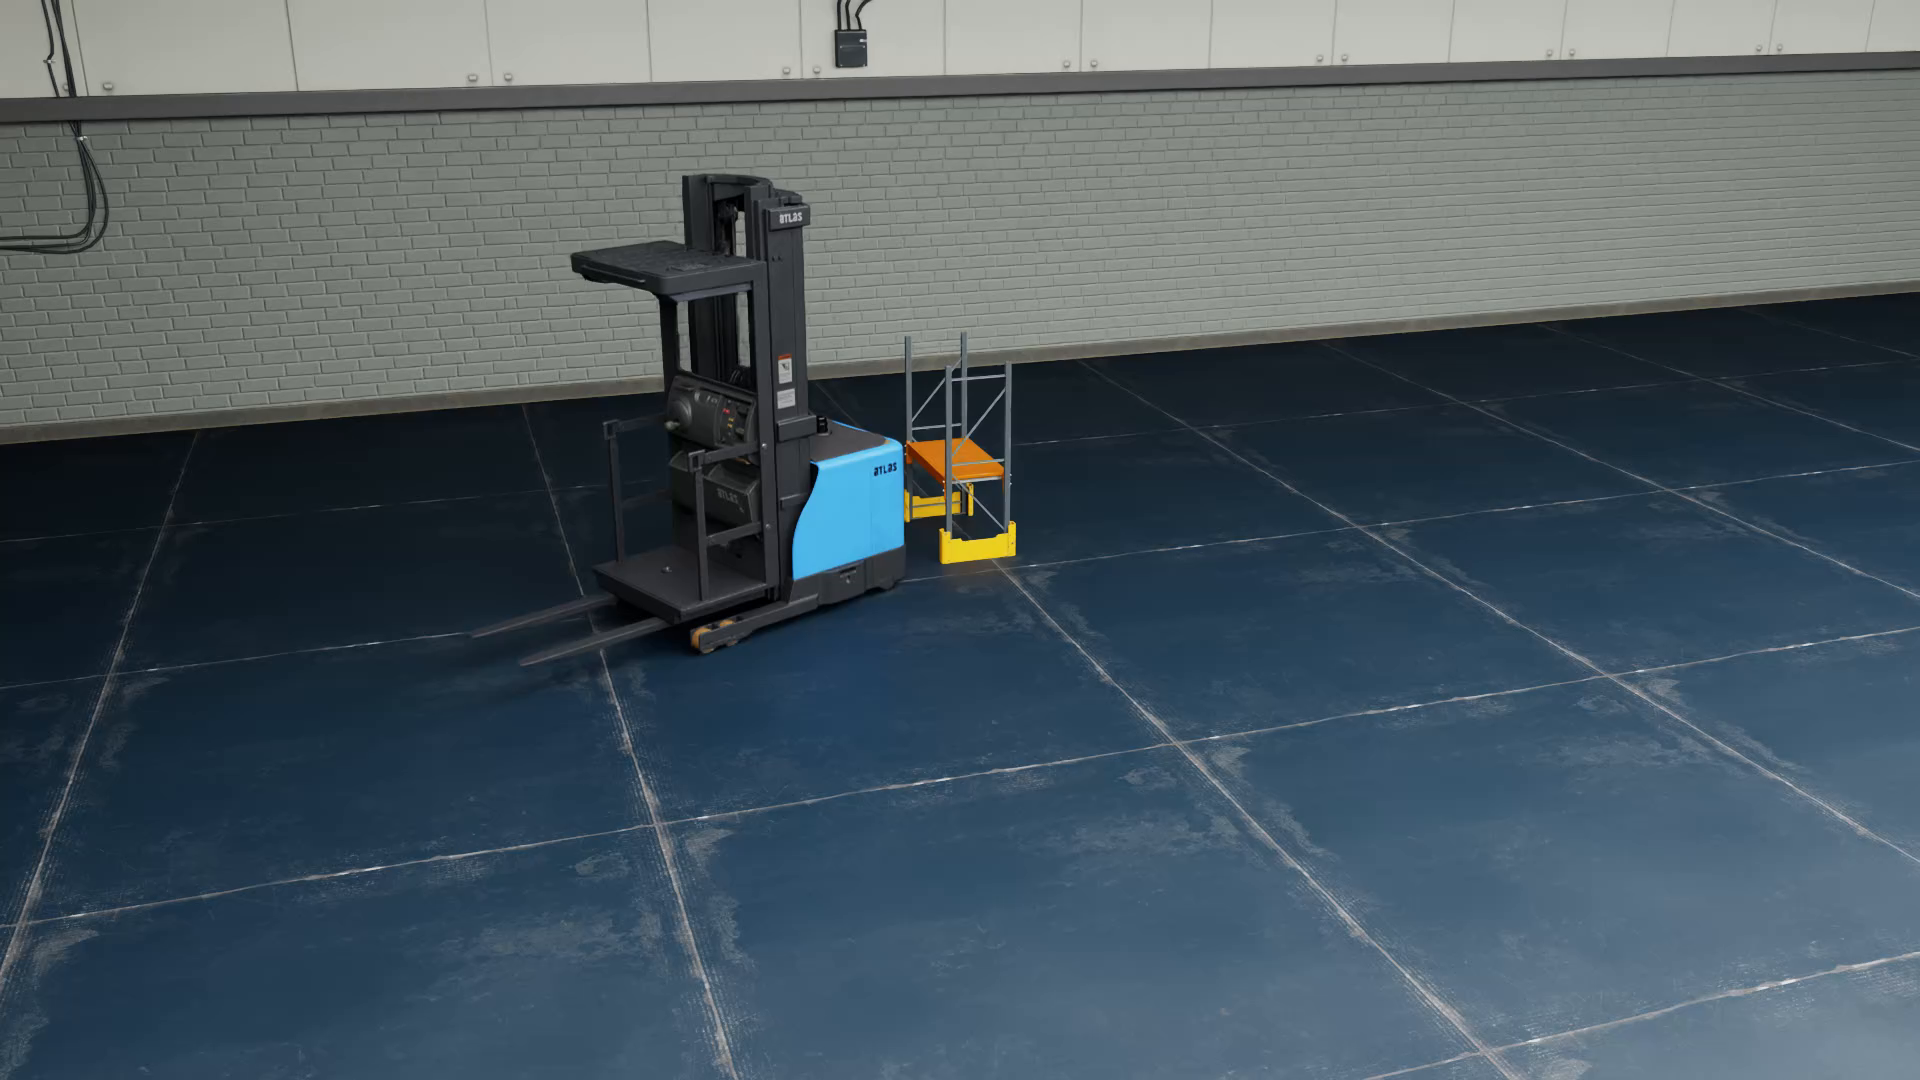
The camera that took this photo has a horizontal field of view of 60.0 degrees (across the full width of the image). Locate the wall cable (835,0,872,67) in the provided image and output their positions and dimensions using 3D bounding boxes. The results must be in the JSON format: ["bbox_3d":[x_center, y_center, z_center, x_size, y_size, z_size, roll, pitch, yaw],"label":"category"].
[{"bbox_3d":[-0.134,-7.681,15.959,2.305,6.003,0.169,-6,21,-17],"label":"wall cable"}]

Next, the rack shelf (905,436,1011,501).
[{"bbox_3d":[-0.027,-0.564,12.800,0.538,0.185,1.000,-6,21,-17],"label":"rack shelf"}]

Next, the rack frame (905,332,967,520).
[{"bbox_3d":[-0.187,-0.896,13.193,0.500,1.500,0.032,-6,21,-17],"label":"rack frame"}]

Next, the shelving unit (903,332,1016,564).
[{"bbox_3d":[-0.024,-0.730,12.731,0.587,1.500,1.083,-6,21,-17],"label":"shelving unit"}]

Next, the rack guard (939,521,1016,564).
[{"bbox_3d":[0.133,0.018,12.497,0.587,0.250,0.087,-6,21,-17],"label":"rack guard"}]

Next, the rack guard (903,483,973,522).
[{"bbox_3d":[-0.180,-0.302,13.387,0.587,0.250,0.087,-6,21,-17],"label":"rack guard"}]

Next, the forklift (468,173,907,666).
[{"bbox_3d":[-1.803,-0.837,10.911,3.031,2.935,1.130,-18,26,-40],"label":"forklift"}]

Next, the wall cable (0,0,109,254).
[{"bbox_3d":[-9.152,-3.616,14.265,3.097,2.526,0.112,-6,21,-17],"label":"wall cable"}]

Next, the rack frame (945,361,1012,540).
[{"bbox_3d":[0.133,-0.570,12.285,0.500,1.500,0.032,-6,21,-17],"label":"rack frame"}]
